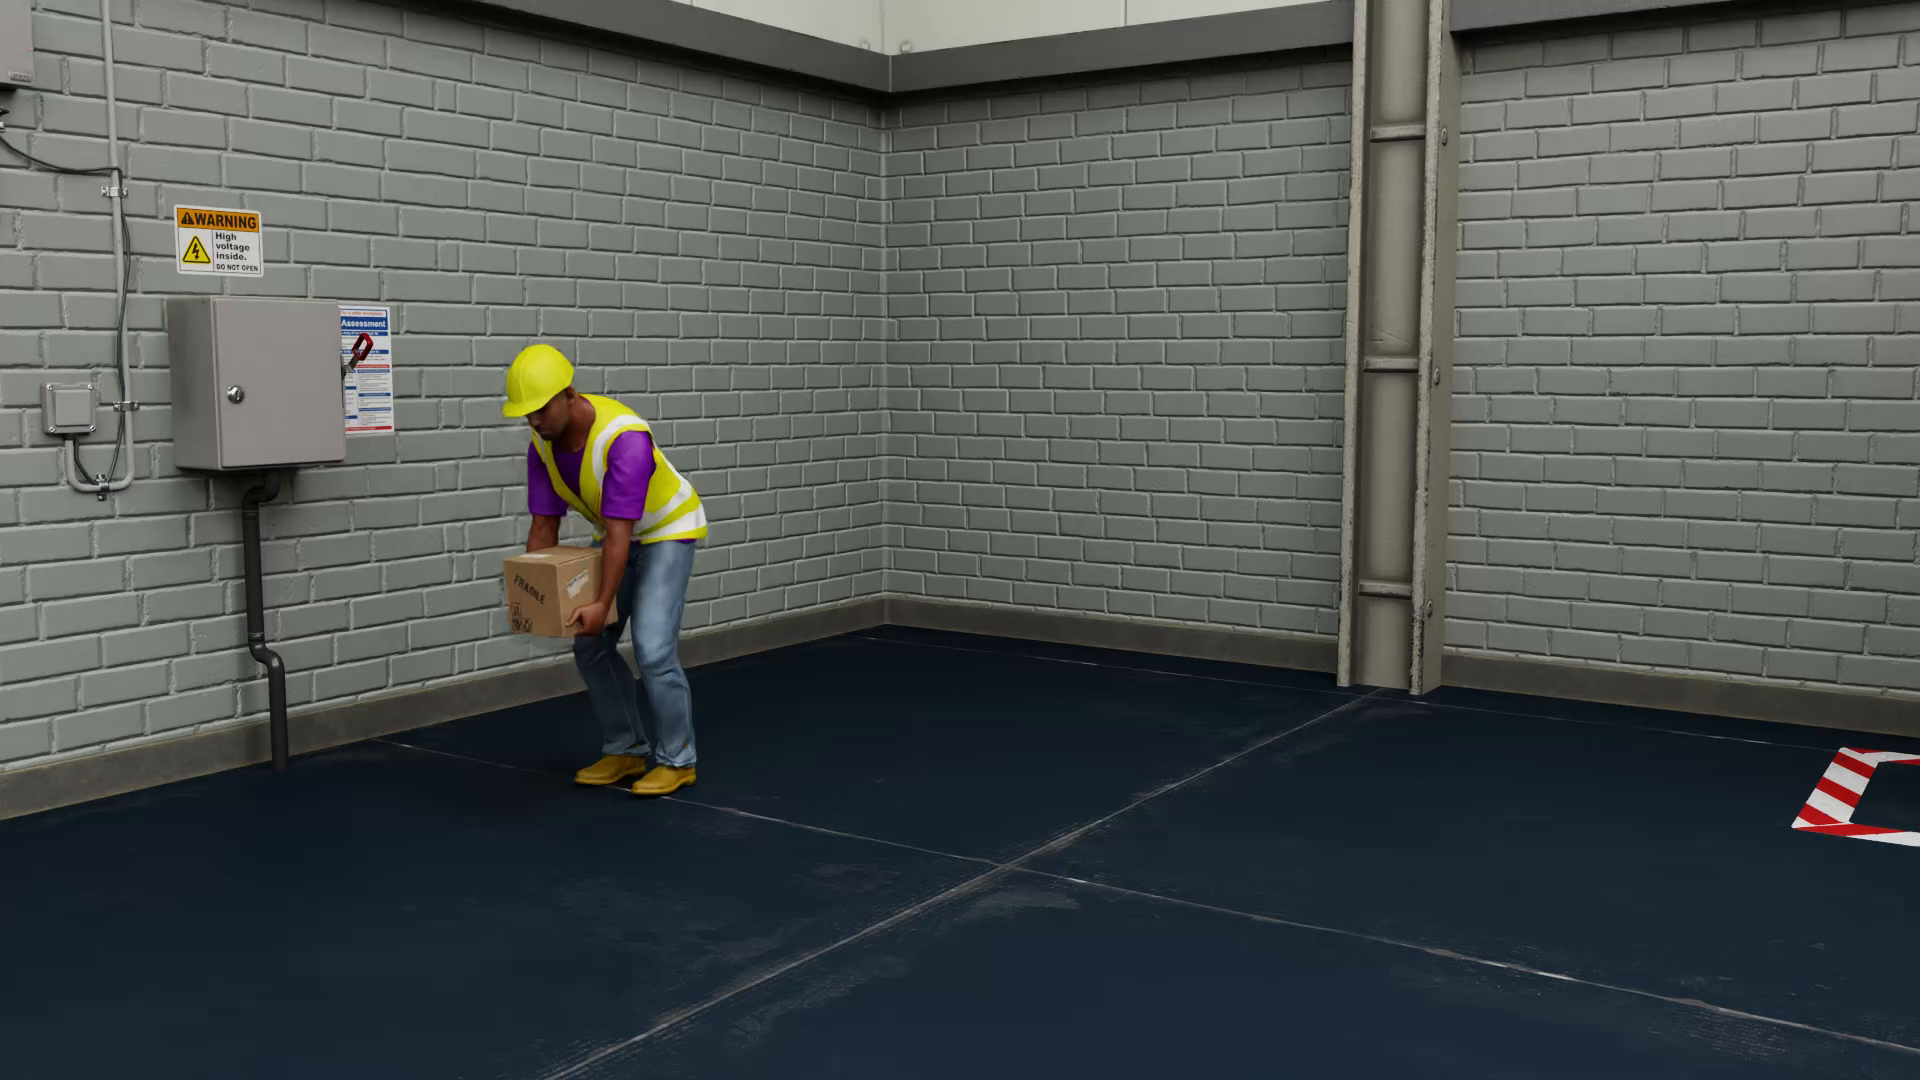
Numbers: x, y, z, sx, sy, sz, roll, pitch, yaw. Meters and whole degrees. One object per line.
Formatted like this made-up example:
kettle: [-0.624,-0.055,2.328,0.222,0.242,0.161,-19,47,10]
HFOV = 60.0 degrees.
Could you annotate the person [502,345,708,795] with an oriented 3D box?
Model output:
person: [-1.211,0.114,5.655,0.488,1.542,0.802,4,7,32]
